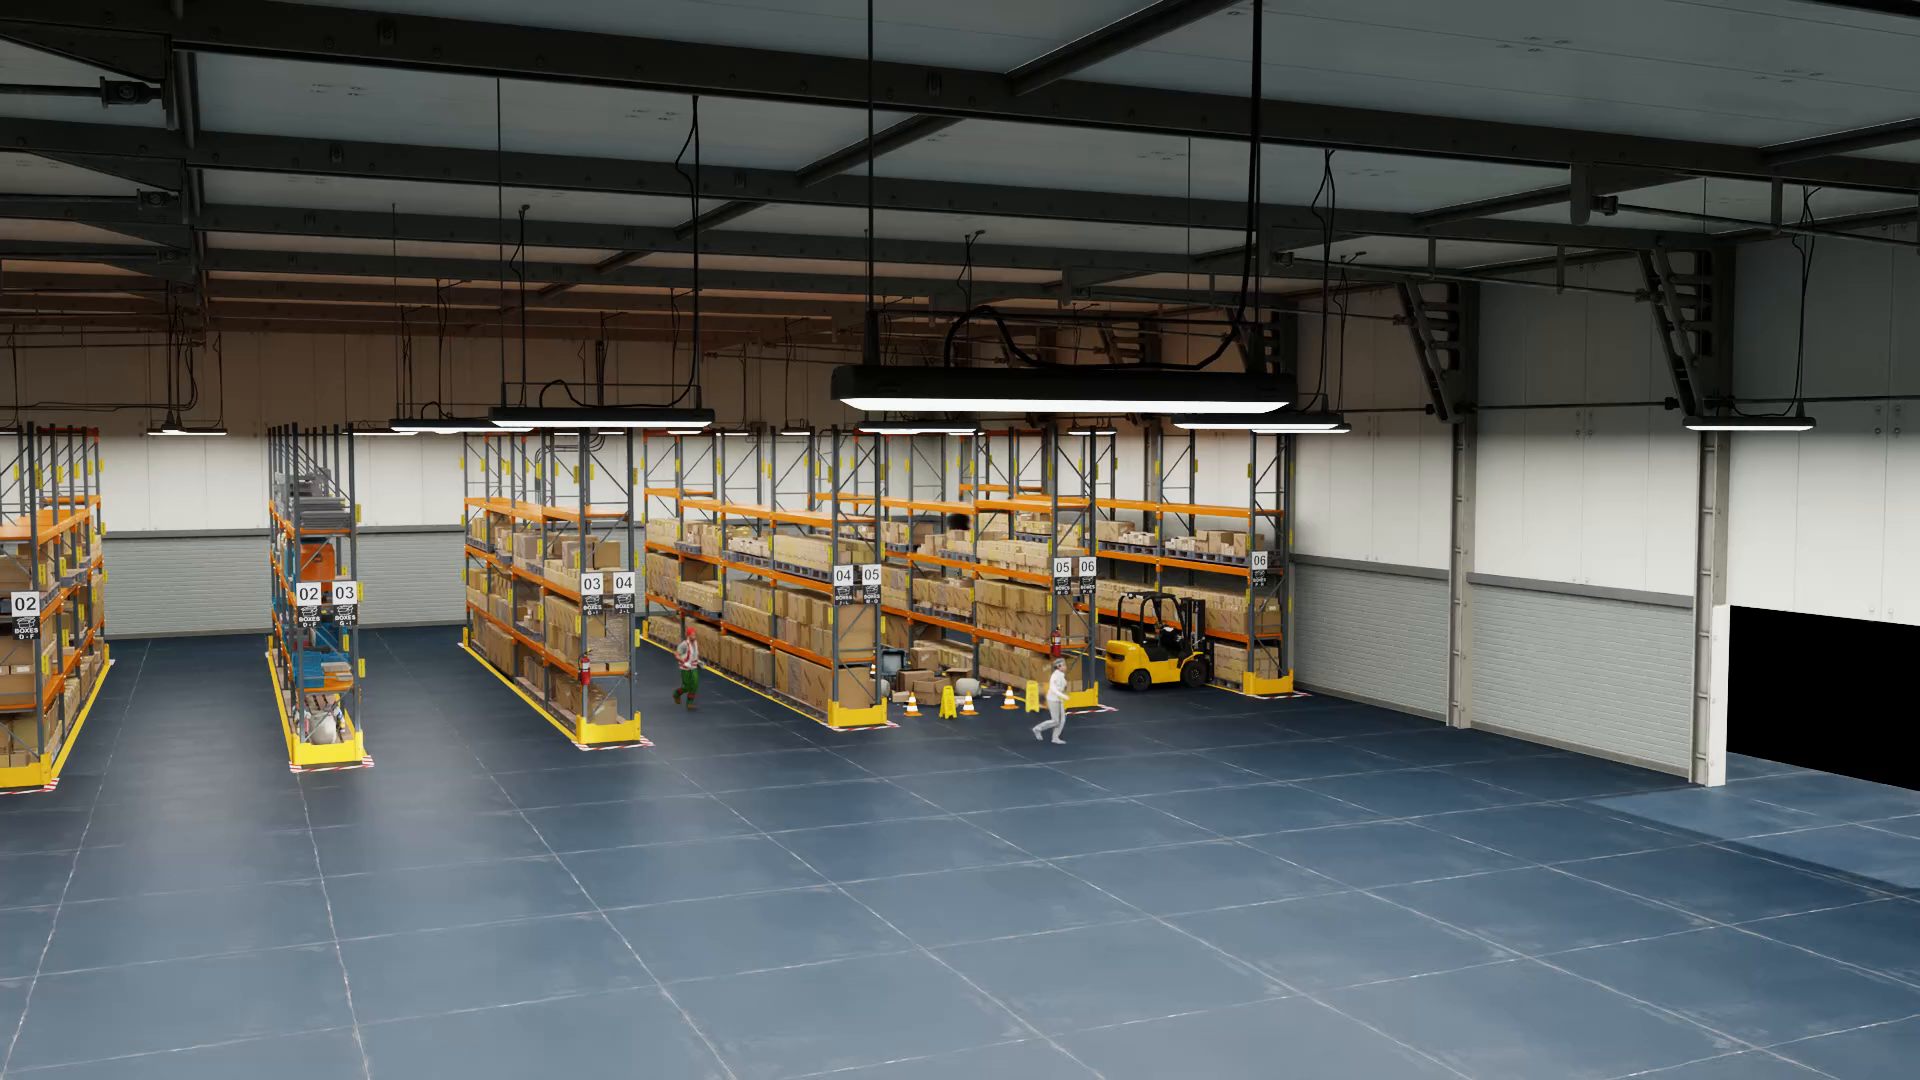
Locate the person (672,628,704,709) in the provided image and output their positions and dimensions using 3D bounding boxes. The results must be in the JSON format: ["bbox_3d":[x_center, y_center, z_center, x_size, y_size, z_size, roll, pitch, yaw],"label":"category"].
[{"bbox_3d":[-5.801,2.716,35.248,0.715,1.733,0.654,3,5,39],"label":"person"}]

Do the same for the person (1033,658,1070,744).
[{"bbox_3d":[1.728,3.013,31.179,0.713,1.636,0.614,1,4,18],"label":"person"}]

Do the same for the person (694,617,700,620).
[{"bbox_3d":[-7.550,1.874,48.968,0.682,1.725,0.731,-1,4,-9],"label":"person"}]
